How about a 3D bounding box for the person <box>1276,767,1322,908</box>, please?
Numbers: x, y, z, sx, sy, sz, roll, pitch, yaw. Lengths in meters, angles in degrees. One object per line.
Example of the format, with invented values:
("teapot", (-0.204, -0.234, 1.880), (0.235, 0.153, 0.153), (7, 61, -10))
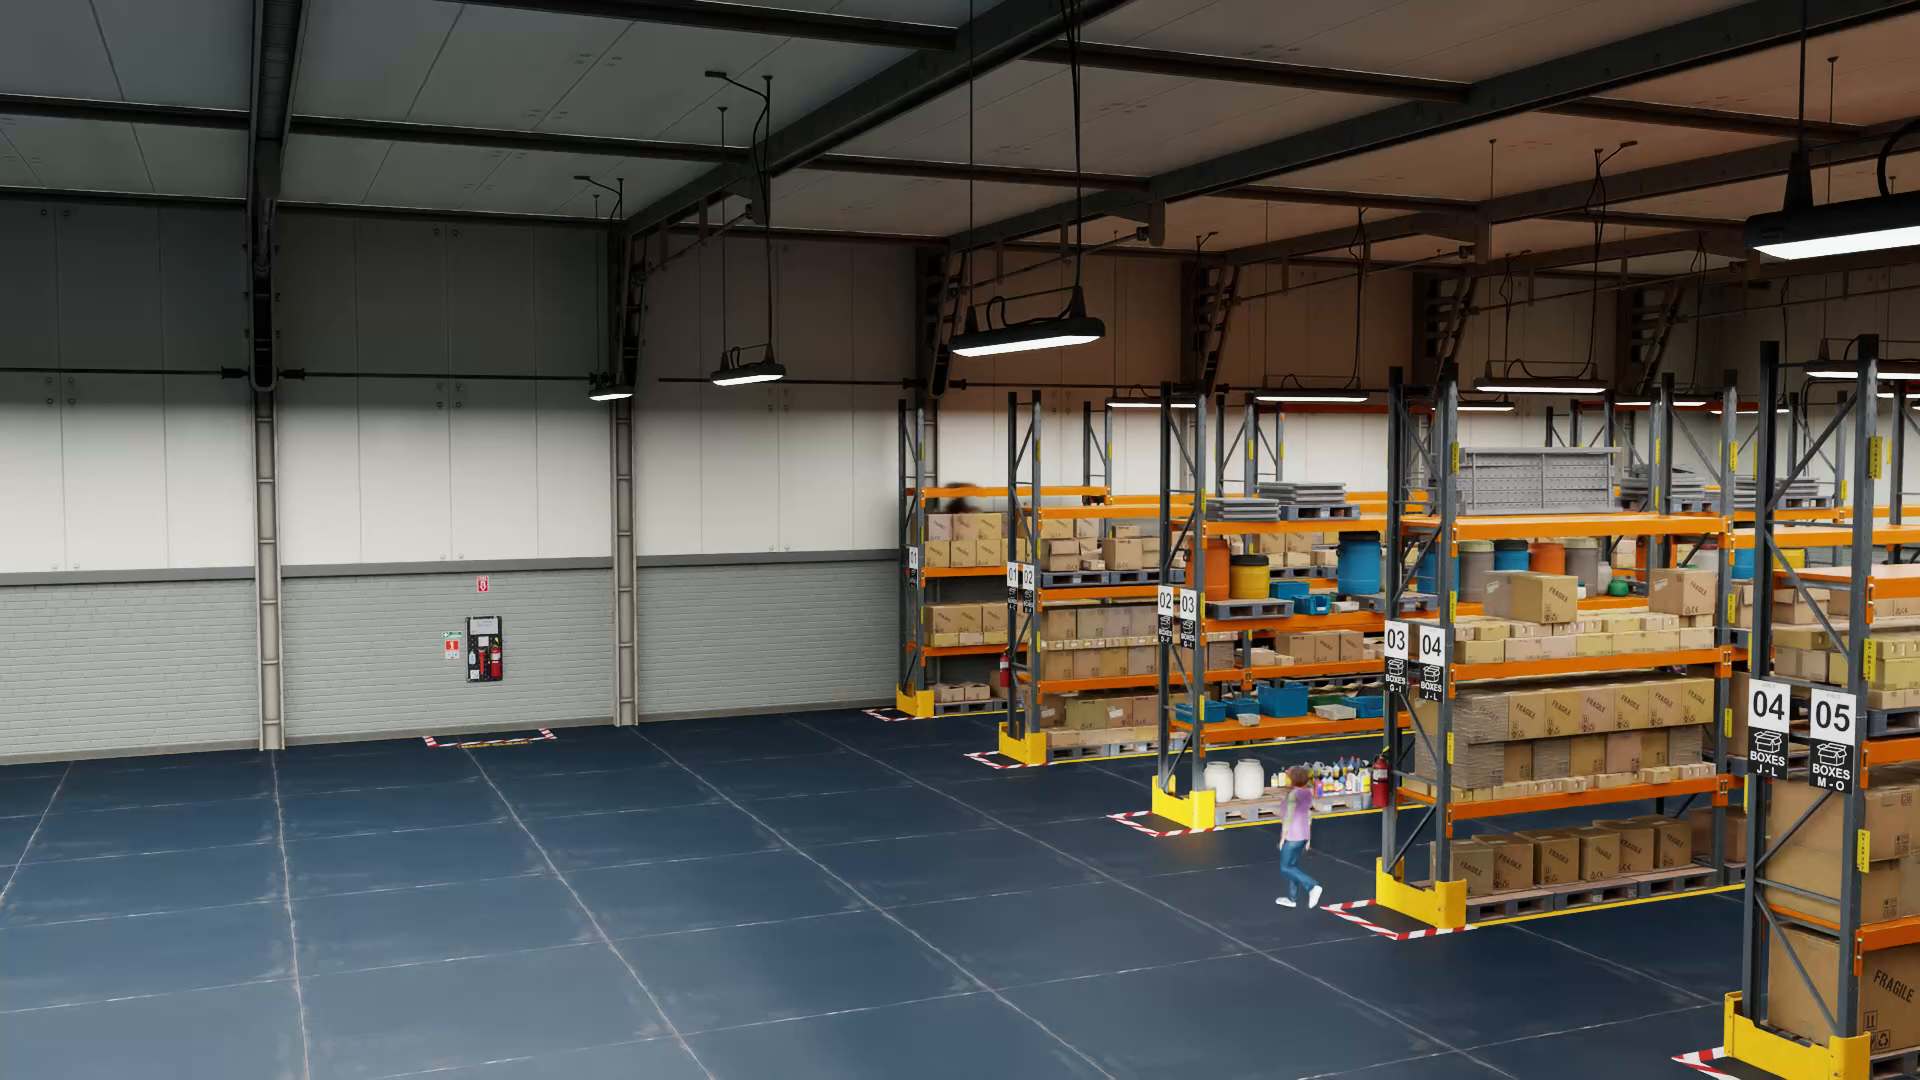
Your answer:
("person", (3.734, 3.288, 18.311), (0.646, 1.591, 0.407), (3, 4, 39))
